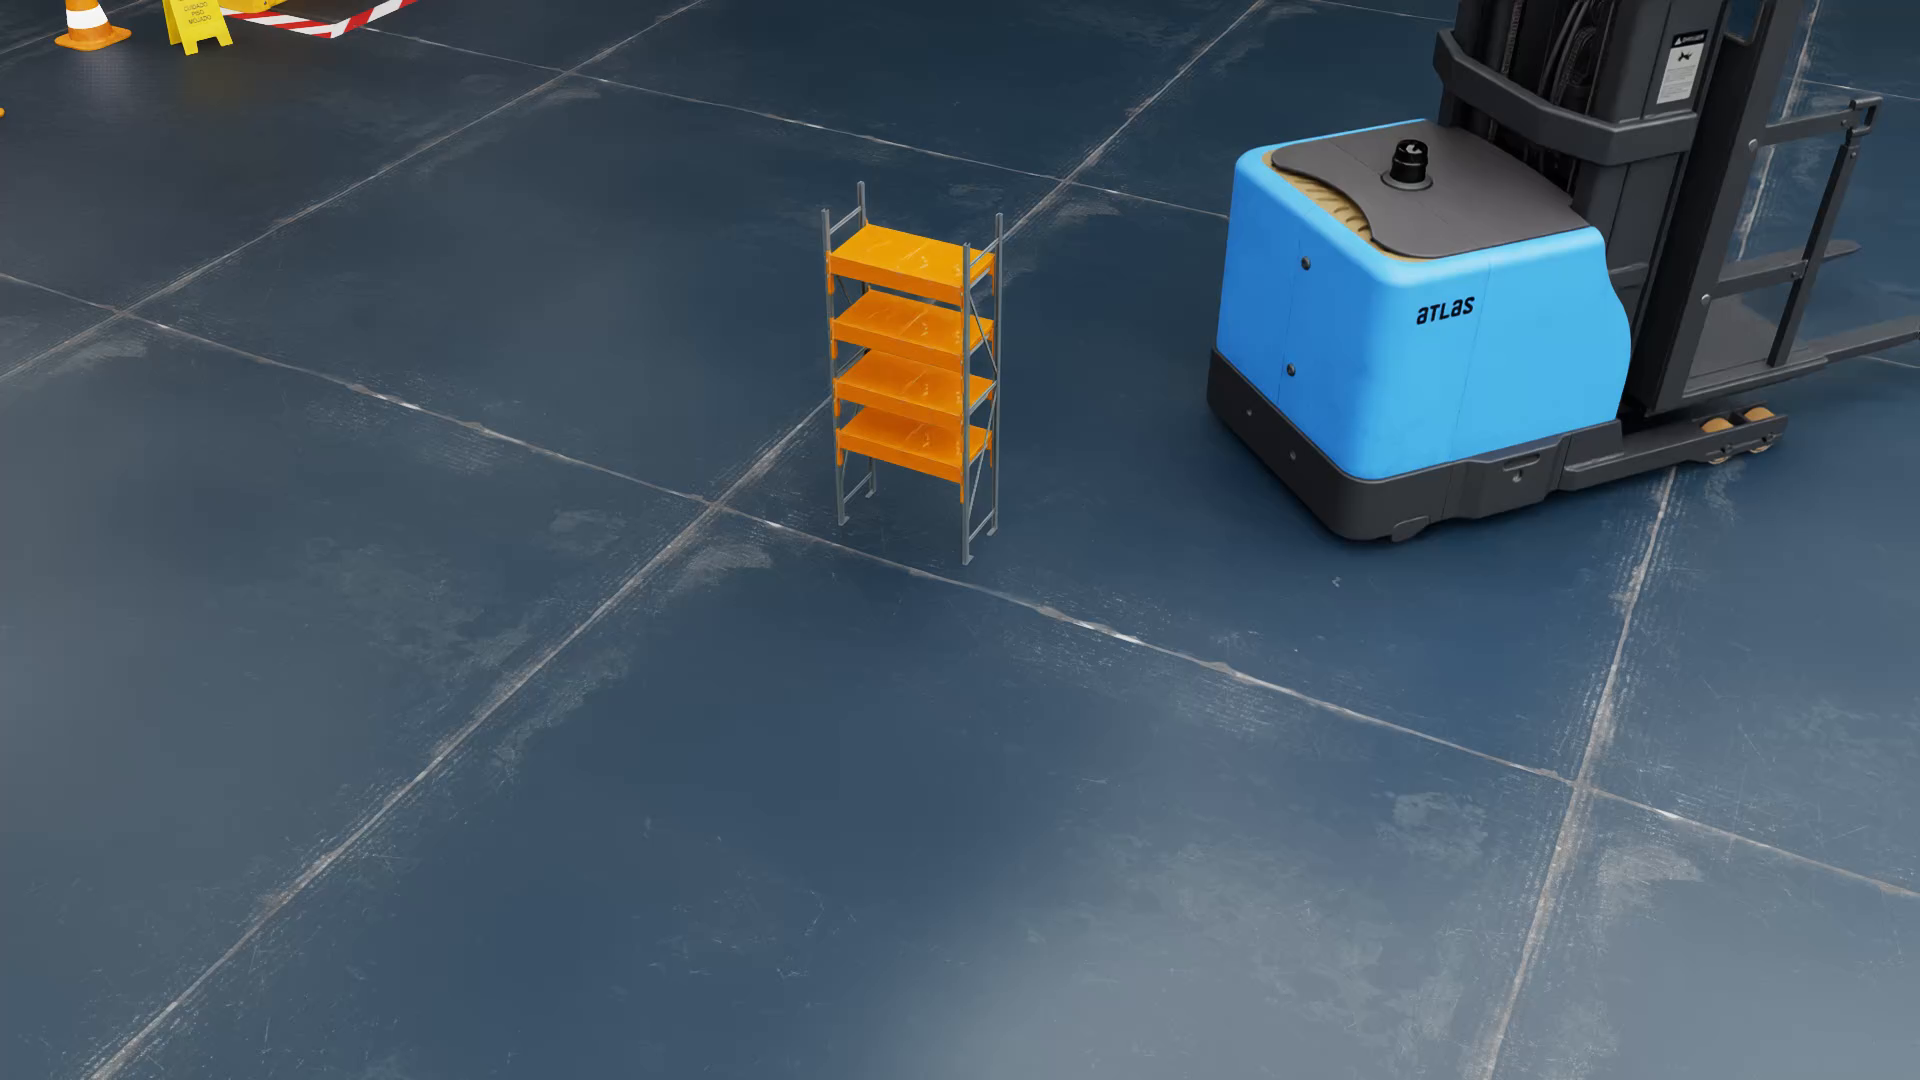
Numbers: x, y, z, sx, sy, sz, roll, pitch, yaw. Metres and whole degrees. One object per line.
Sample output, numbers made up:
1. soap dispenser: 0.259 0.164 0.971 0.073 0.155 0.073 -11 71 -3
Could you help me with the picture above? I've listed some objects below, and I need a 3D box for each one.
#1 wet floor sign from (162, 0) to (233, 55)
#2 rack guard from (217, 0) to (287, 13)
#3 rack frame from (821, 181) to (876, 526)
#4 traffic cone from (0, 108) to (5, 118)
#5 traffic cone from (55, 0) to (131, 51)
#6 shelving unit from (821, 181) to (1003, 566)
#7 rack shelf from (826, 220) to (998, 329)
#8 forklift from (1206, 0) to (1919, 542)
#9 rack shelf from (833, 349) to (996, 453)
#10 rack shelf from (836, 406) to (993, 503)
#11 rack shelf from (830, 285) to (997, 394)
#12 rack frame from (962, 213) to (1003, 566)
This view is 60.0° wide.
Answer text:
1. wet floor sign: -4.318 -3.080 9.274 0.267 0.644 0.232 -29 46 -33
2. rack guard: -4.062 -3.671 10.172 0.348 0.500 1.175 17 41 21
3. rack frame: -0.364 -0.592 5.537 0.015 1.200 0.240 17 41 21
4. traffic cone: -5.179 -2.371 8.491 0.334 0.463 0.336 17 41 21
5. traffic cone: -4.970 -3.062 9.401 0.334 0.463 0.336 17 41 21
6. shelving unit: -0.147 -0.524 5.448 0.503 1.200 0.258 17 41 21
7. rack shelf: -0.147 -0.837 5.210 0.480 0.148 0.258 17 41 21
8. forklift: 2.506 -1.729 5.603 3.031 2.935 1.130 -14 39 -18
9. rack shelf: -0.147 -0.470 5.489 0.480 0.148 0.258 17 41 21
10. rack shelf: -0.147 -0.312 5.609 0.480 0.148 0.258 17 41 21
11. rack shelf: -0.147 -0.649 5.353 0.480 0.148 0.258 17 41 21
12. rack frame: 0.070 -0.456 5.358 0.015 1.200 0.240 17 41 21
